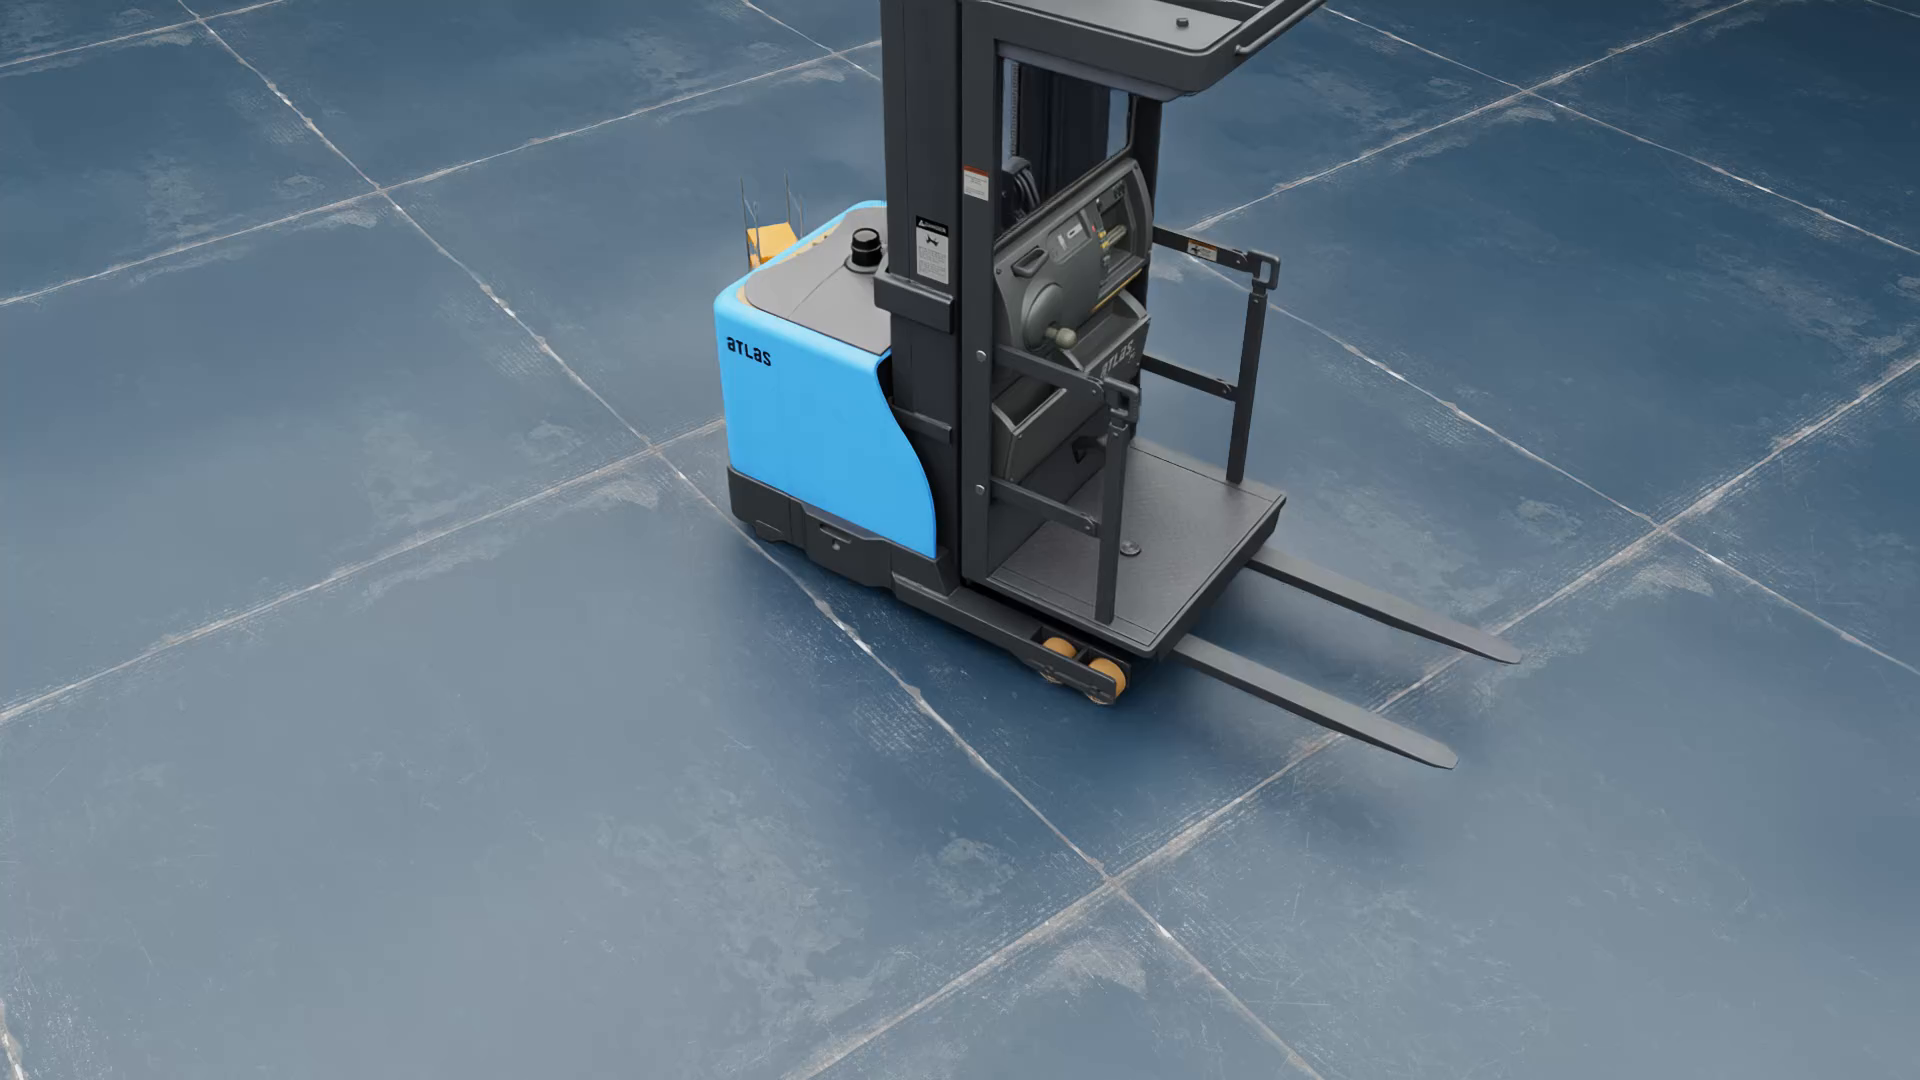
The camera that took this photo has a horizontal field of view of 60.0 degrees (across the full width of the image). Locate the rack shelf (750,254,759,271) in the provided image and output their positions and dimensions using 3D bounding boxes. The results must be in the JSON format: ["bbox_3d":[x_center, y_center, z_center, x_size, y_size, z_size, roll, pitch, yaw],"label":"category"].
[{"bbox_3d":[-0.747,-1.085,6.817,0.180,0.103,0.258,-13,41,-15],"label":"rack shelf"}]

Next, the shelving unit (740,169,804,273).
[{"bbox_3d":[-0.746,-0.934,6.942,0.189,1.200,0.258,-13,41,-15],"label":"shelving unit"}]

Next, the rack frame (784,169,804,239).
[{"bbox_3d":[-0.660,-0.954,6.966,0.006,1.200,0.240,-13,41,-15],"label":"rack frame"}]

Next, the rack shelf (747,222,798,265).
[{"bbox_3d":[-0.747,-1.178,6.741,0.180,0.103,0.258,-13,41,-15],"label":"rack shelf"}]

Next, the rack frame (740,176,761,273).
[{"bbox_3d":[-0.833,-0.915,6.918,0.006,1.200,0.240,-13,41,-15],"label":"rack frame"}]

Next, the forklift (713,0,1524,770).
[{"bbox_3d":[0.567,-0.925,5.566,3.031,2.935,1.130,24,45,26],"label":"forklift"}]
